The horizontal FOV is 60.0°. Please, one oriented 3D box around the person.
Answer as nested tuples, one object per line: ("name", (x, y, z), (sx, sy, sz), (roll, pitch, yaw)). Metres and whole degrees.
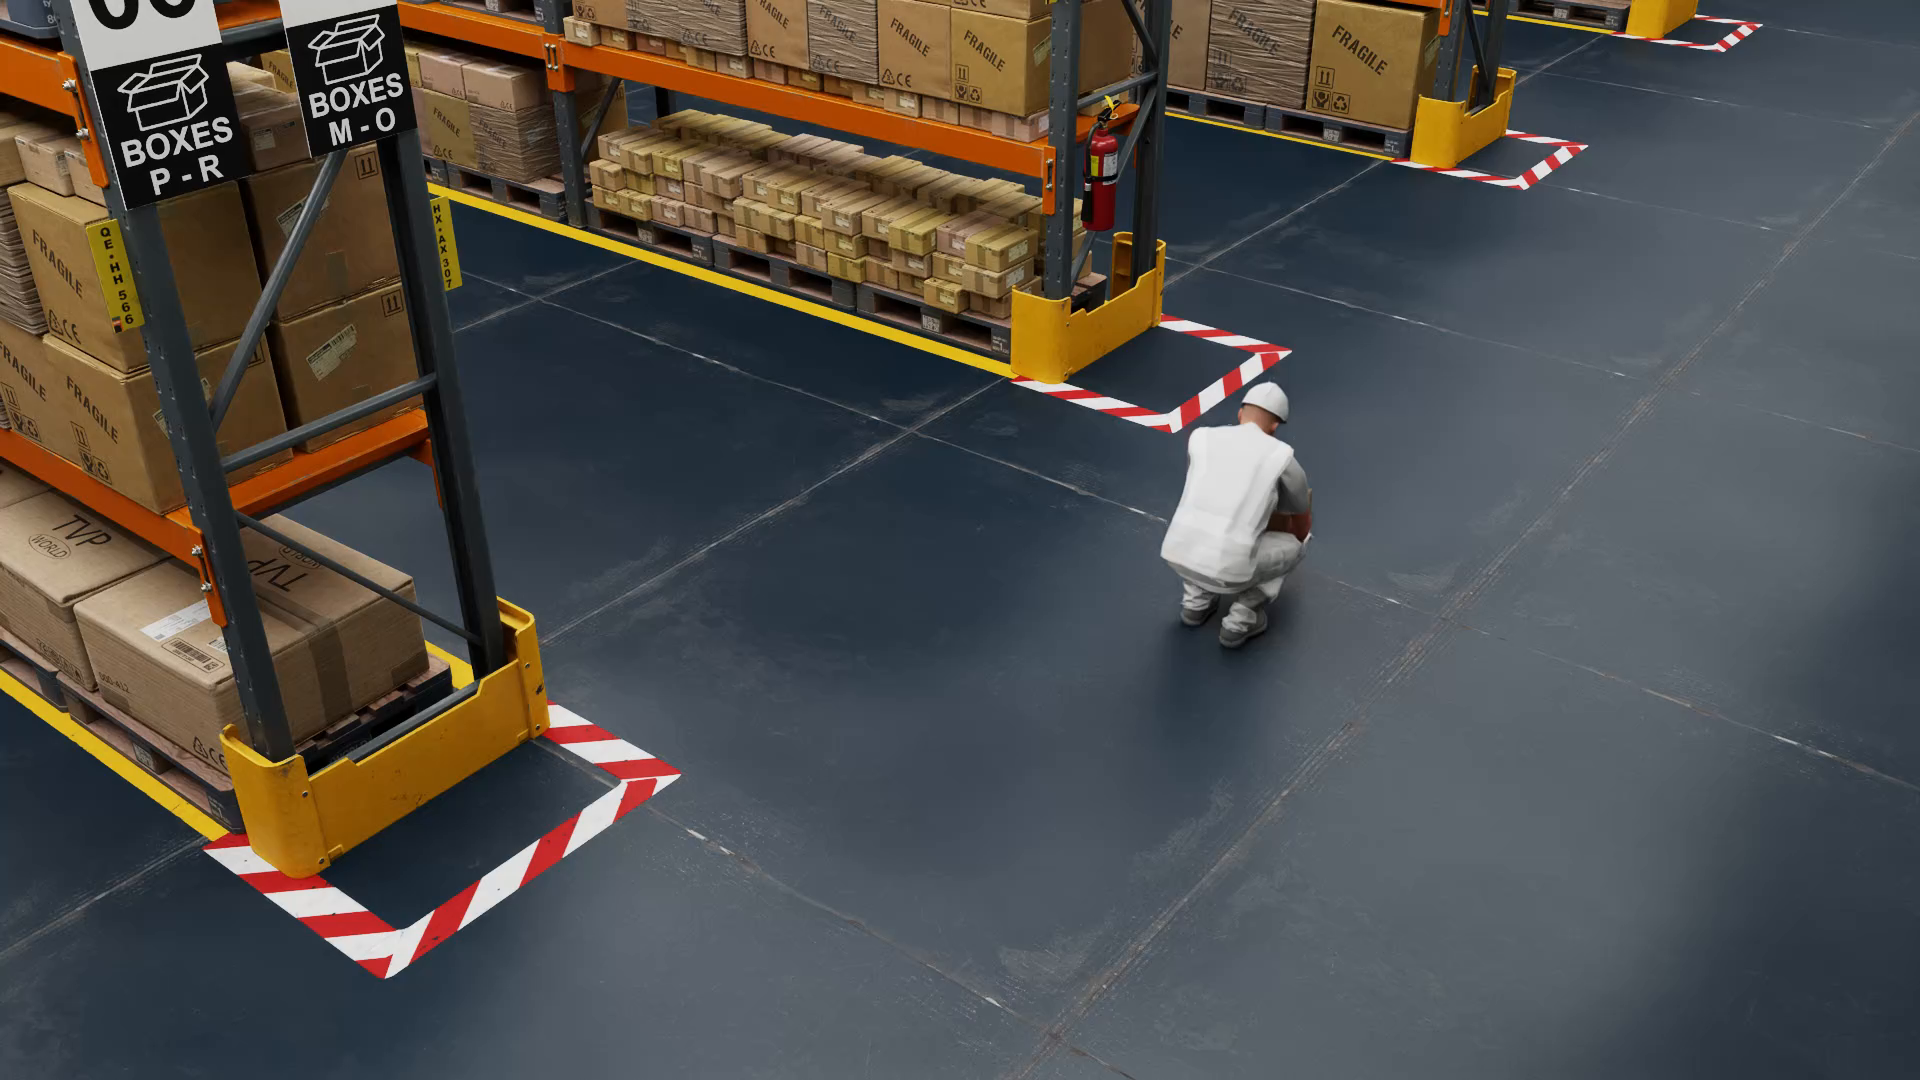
("person", (1.182, -0.117, 7.095), (0.568, 0.993, 0.868), (21, 37, 31))
